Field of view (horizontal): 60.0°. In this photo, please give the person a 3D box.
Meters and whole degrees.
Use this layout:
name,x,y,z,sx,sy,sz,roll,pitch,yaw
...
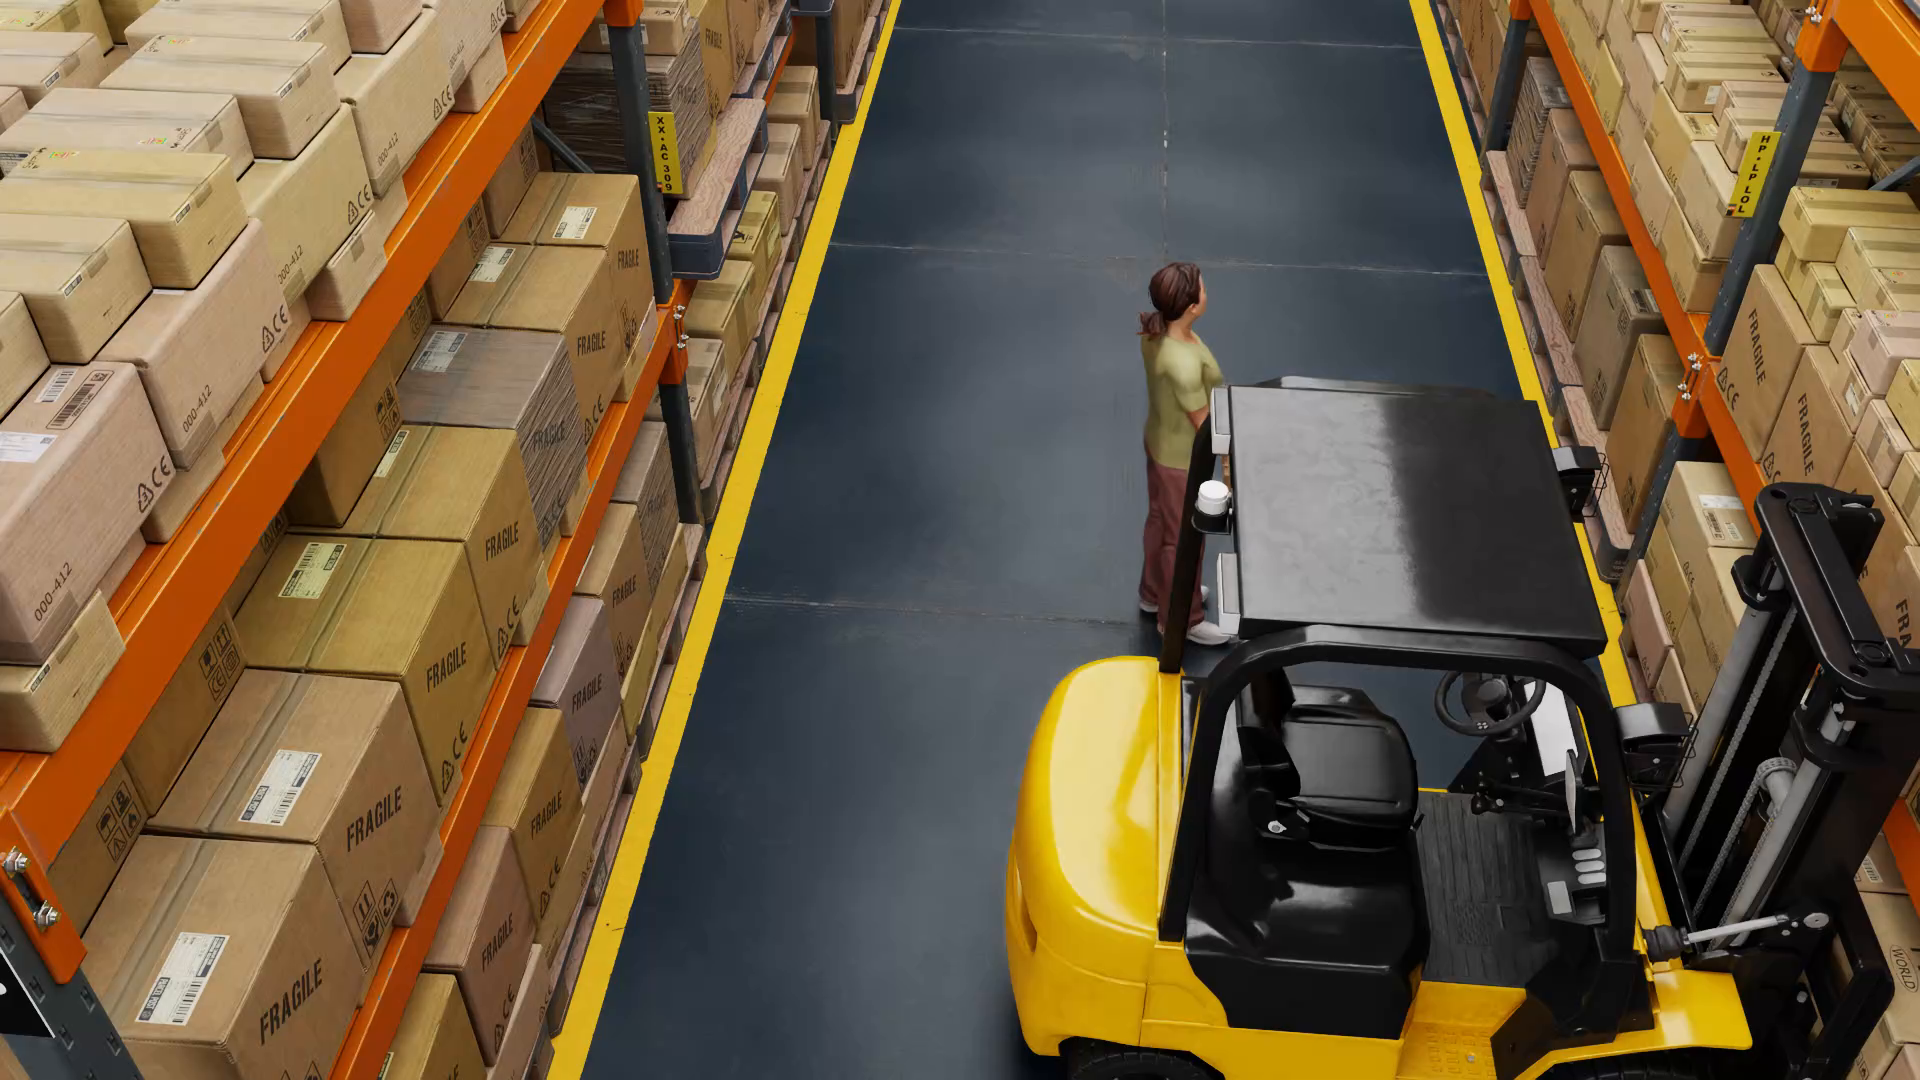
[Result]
name,x,y,z,sx,sy,sz,roll,pitch,yaw
person,0.880,-0.339,6.547,0.455,1.680,0.507,-7,41,-8
